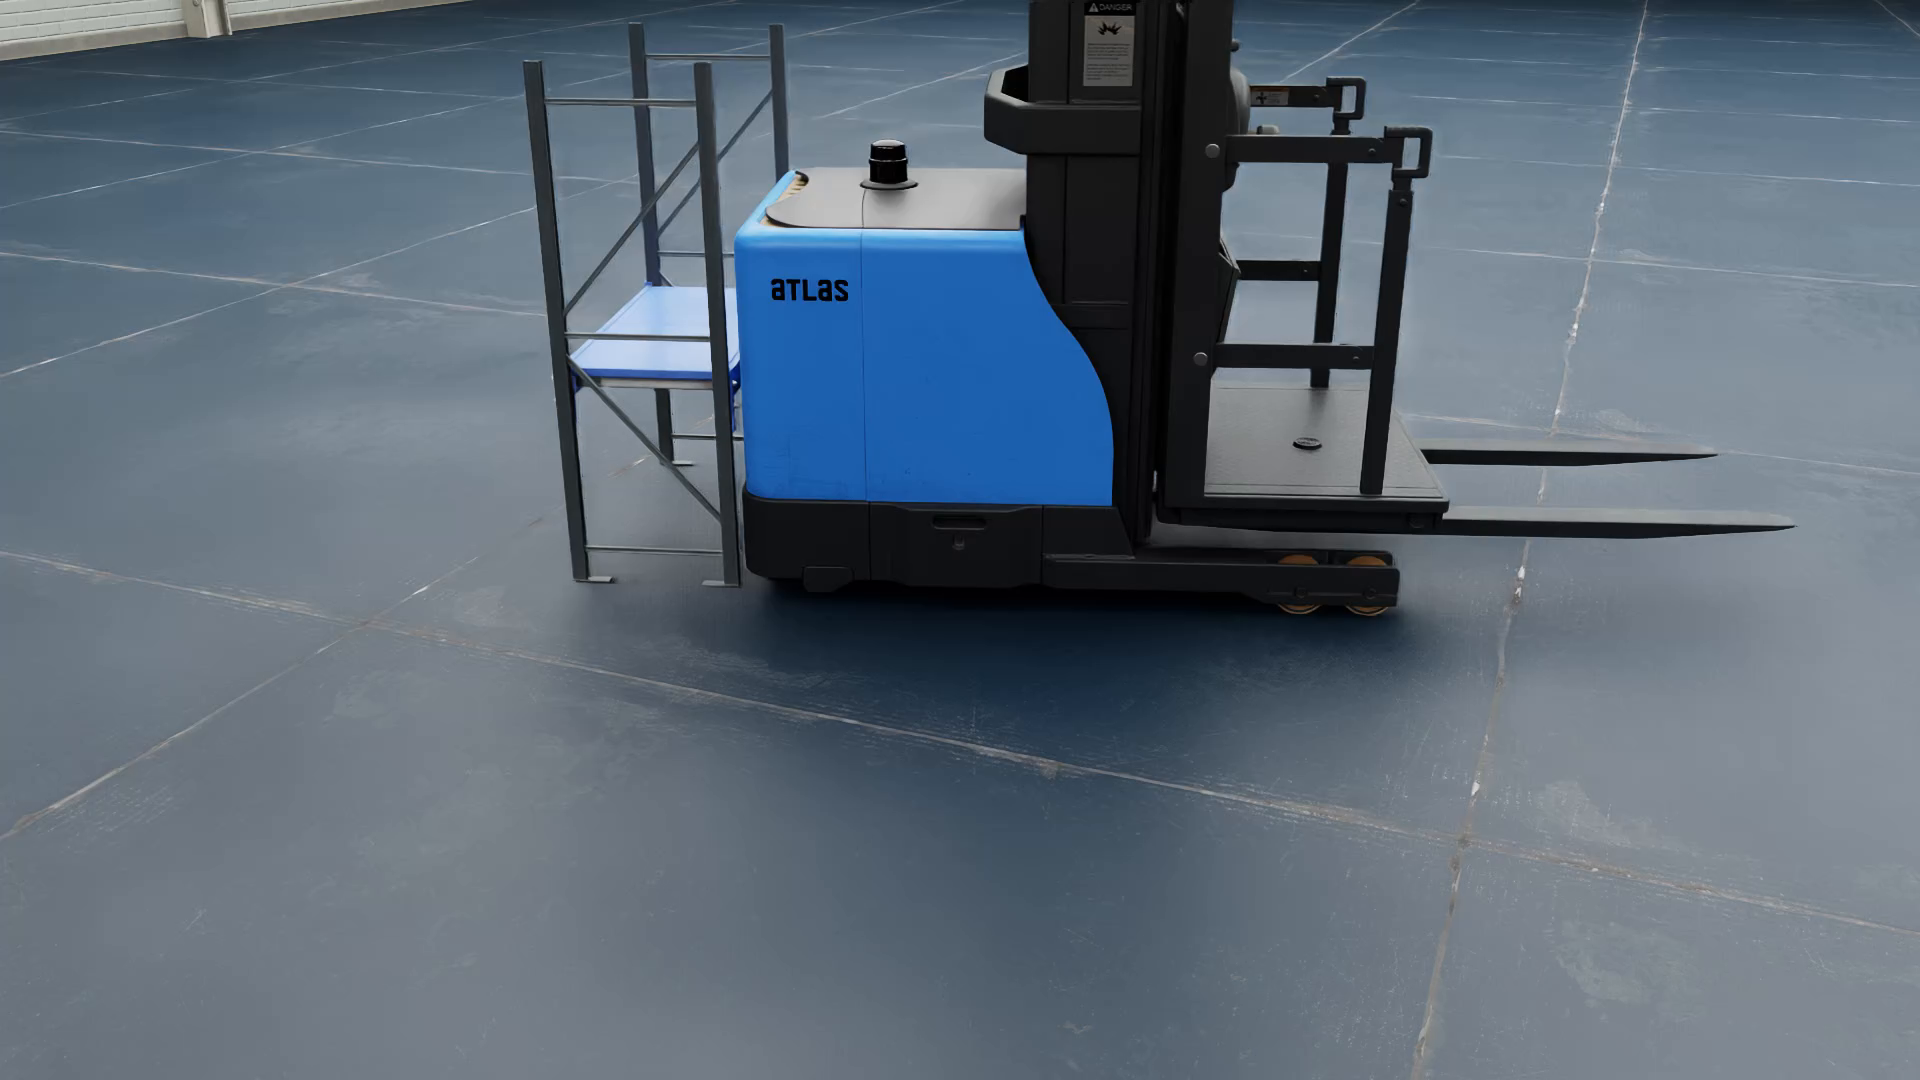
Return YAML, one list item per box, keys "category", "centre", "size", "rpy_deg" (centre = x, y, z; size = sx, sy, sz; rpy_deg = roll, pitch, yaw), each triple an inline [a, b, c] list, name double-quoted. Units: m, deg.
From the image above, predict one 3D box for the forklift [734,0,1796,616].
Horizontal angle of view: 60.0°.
- category: "forklift"
  centre: [0.906, -1.348, 4.673]
  size: [3.031, 2.935, 1.130]
  rpy_deg: [1, 23, 3]

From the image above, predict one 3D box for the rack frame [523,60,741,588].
- category: "rack frame"
  centre: [-0.900, -0.564, 4.654]
  size: [0.500, 1.500, 0.032]
  rpy_deg: [2, 23, 5]

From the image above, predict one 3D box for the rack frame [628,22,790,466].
- category: "rack frame"
  centre: [-0.809, -0.954, 5.588]
  size: [0.500, 1.500, 0.032]
  rpy_deg: [2, 23, 5]

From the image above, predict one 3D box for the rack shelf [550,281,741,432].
- category: "rack shelf"
  centre: [-0.855, -0.593, 5.190]
  size: [0.538, 0.185, 1.000]
  rpy_deg: [2, 23, 5]

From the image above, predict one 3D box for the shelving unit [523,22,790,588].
- category: "shelving unit"
  centre: [-0.855, -0.759, 5.121]
  size: [0.538, 1.500, 1.048]
  rpy_deg: [2, 23, 5]

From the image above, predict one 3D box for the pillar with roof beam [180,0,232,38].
- category: "pillar with roof beam"
  centre: [-4.659, -9.356, 15.973]
  size: [9.100, 9.000, 0.400]
  rpy_deg: [9, 24, 20]
